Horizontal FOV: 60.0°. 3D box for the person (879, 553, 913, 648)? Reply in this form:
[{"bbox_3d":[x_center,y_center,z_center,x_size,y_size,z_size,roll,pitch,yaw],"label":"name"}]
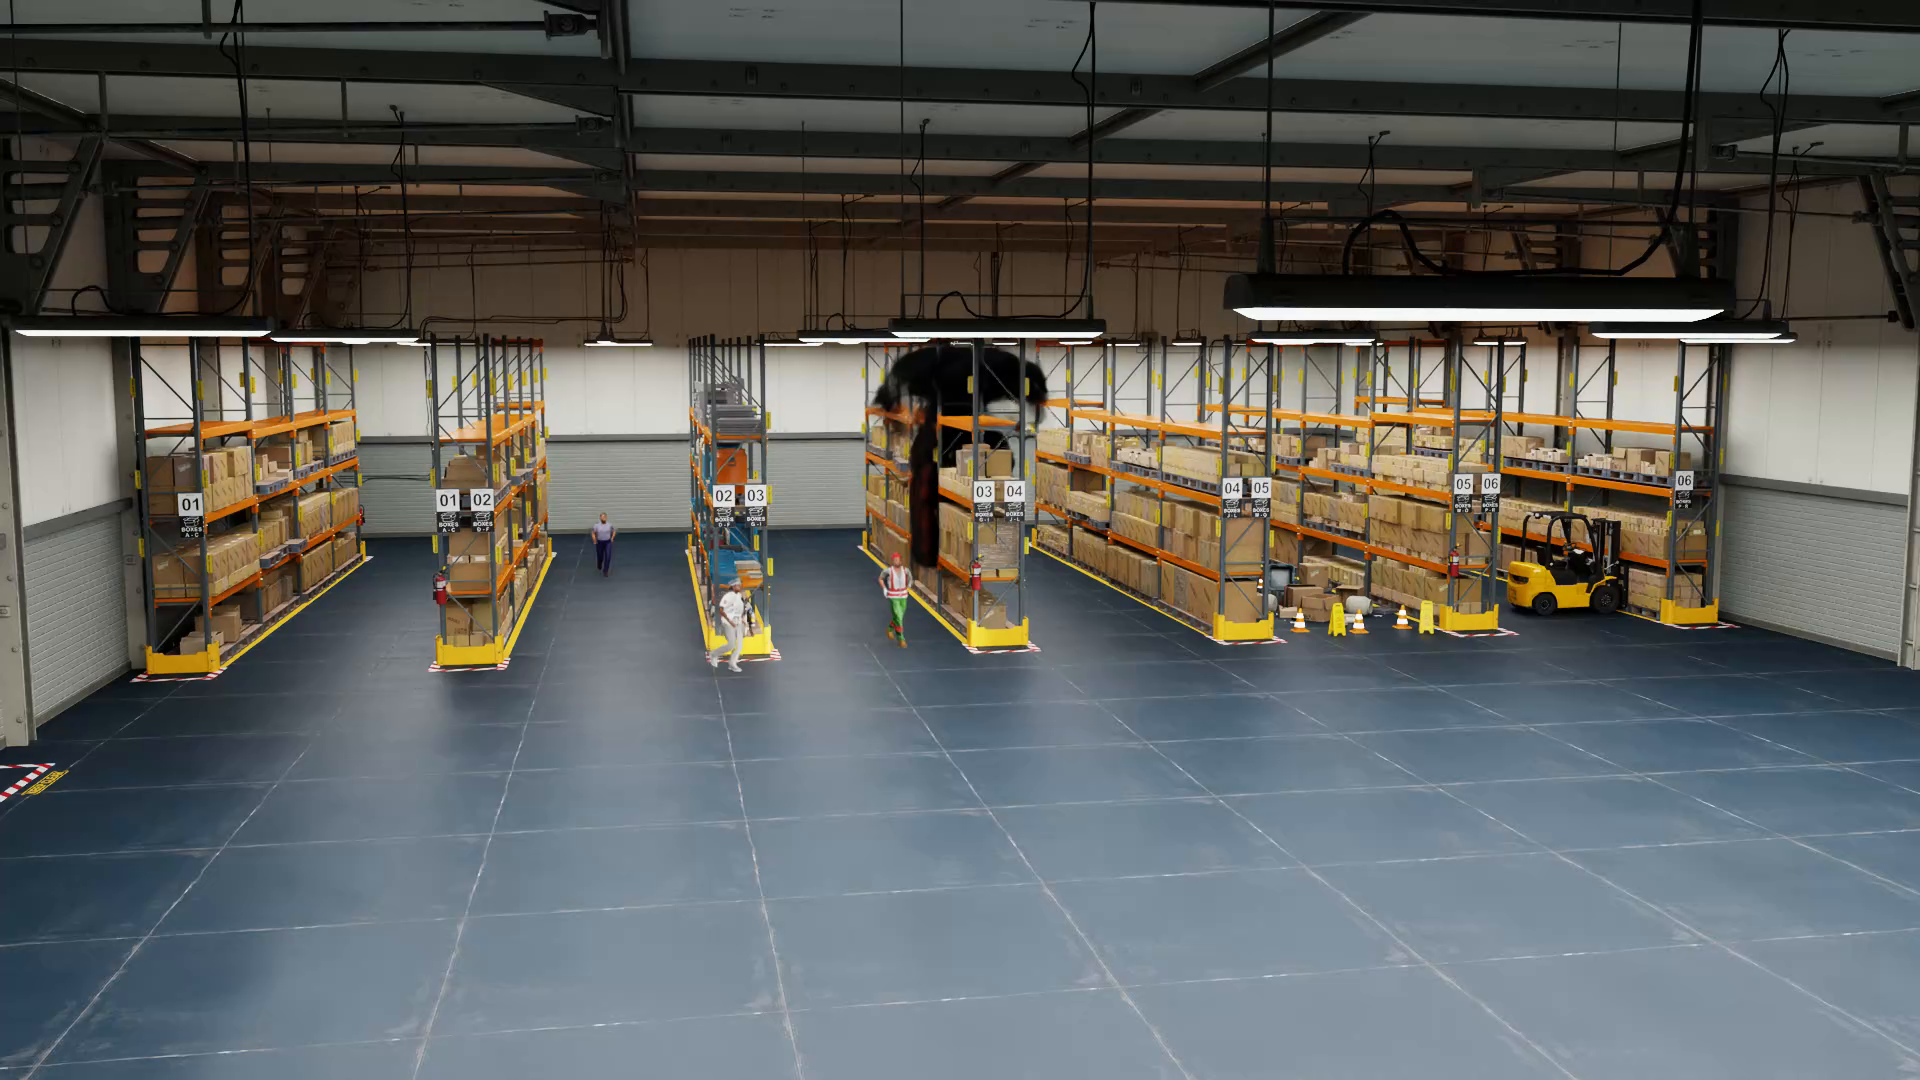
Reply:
[{"bbox_3d":[-1.200,1.136,32.266,0.634,1.803,0.922,-3,7,-27],"label":"person"}]

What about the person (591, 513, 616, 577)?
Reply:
[{"bbox_3d":[-9.025,0.115,42.167,0.614,1.609,0.575,-2,7,-17],"label":"person"}]

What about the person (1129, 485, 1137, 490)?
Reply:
[{"bbox_3d":[5.281,-0.844,50.397,0.791,1.649,0.578,-2,7,-17],"label":"person"}]

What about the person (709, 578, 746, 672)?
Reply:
[{"bbox_3d":[-4.109,1.497,29.862,0.634,1.654,0.635,3,7,27],"label":"person"}]
